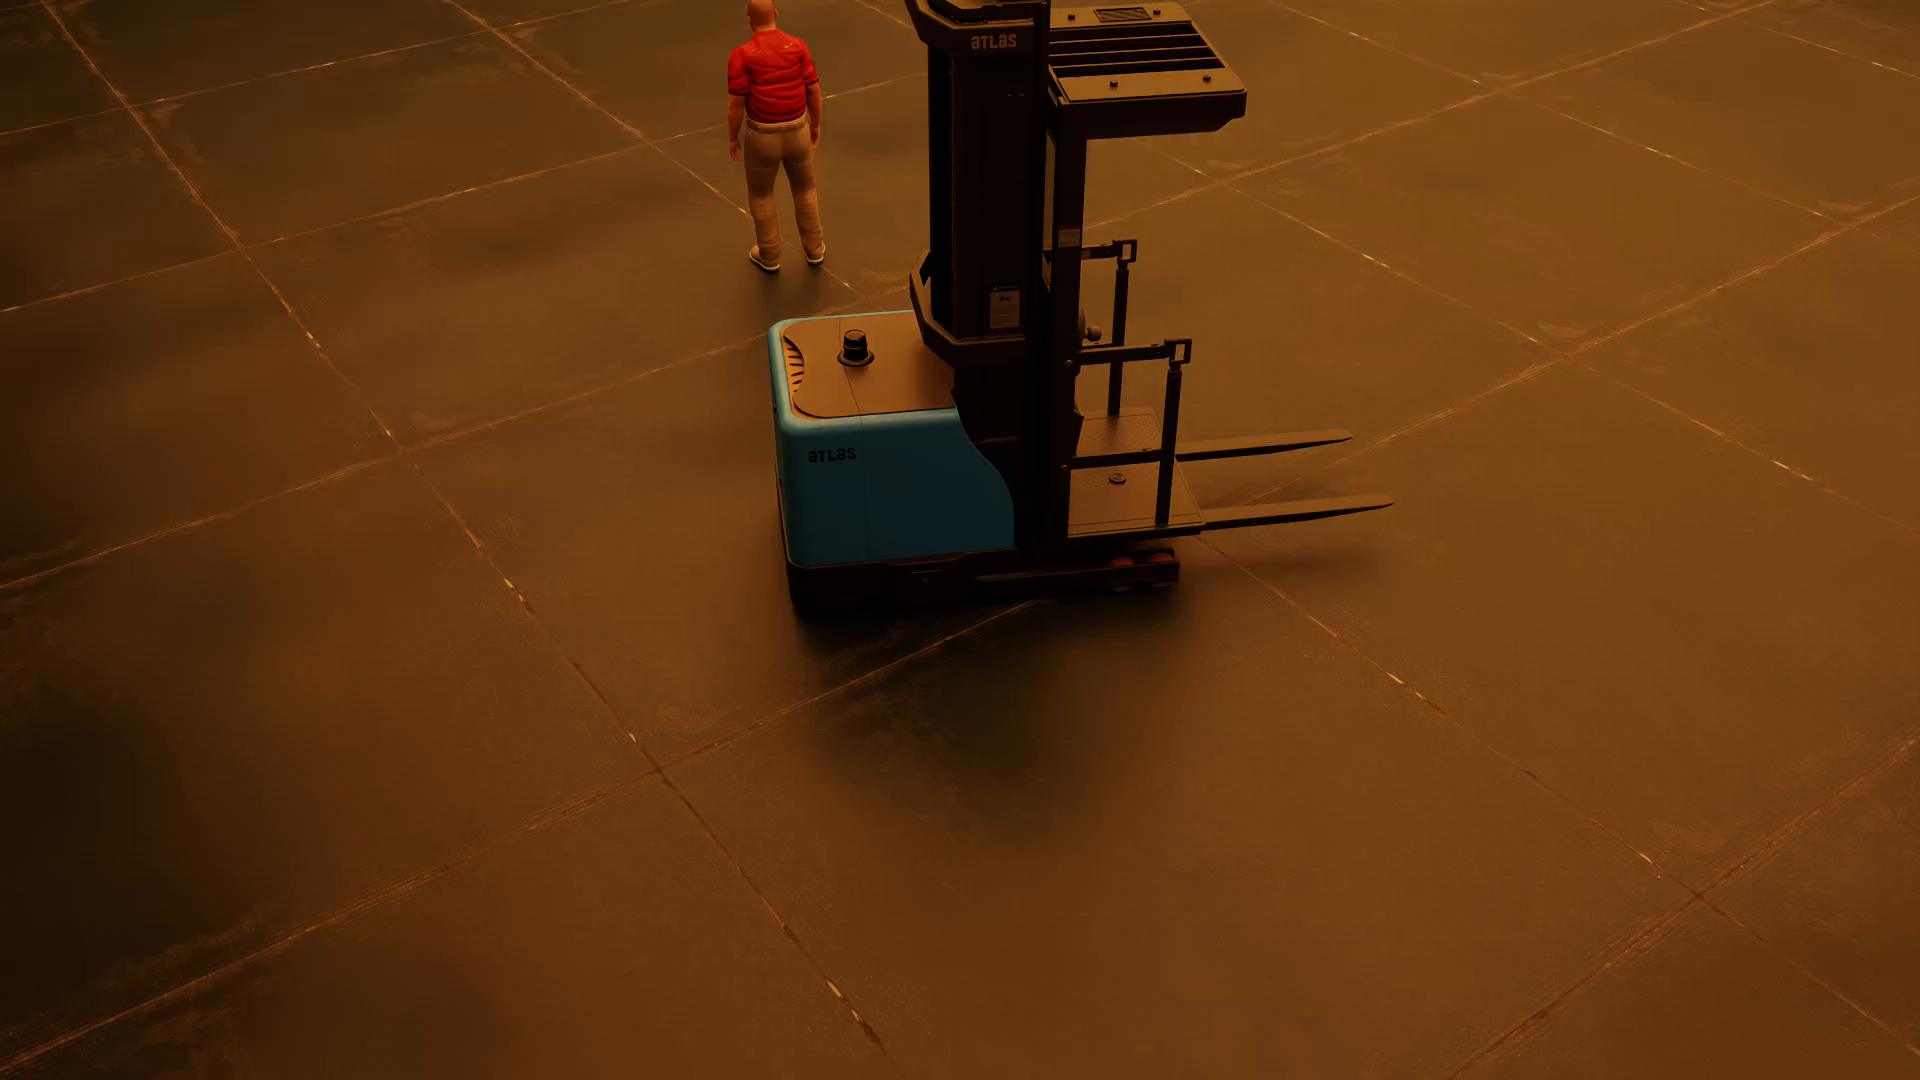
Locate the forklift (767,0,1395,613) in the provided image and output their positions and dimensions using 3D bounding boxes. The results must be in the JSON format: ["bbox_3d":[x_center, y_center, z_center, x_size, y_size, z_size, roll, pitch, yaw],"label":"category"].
[{"bbox_3d":[0.620,-1.238,7.618,3.031,2.935,1.130,-5,37,-7],"label":"forklift"}]

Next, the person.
[{"bbox_3d":[-1.144,-2.517,10.359,0.599,1.727,0.388,-13,38,-16],"label":"person"}]
